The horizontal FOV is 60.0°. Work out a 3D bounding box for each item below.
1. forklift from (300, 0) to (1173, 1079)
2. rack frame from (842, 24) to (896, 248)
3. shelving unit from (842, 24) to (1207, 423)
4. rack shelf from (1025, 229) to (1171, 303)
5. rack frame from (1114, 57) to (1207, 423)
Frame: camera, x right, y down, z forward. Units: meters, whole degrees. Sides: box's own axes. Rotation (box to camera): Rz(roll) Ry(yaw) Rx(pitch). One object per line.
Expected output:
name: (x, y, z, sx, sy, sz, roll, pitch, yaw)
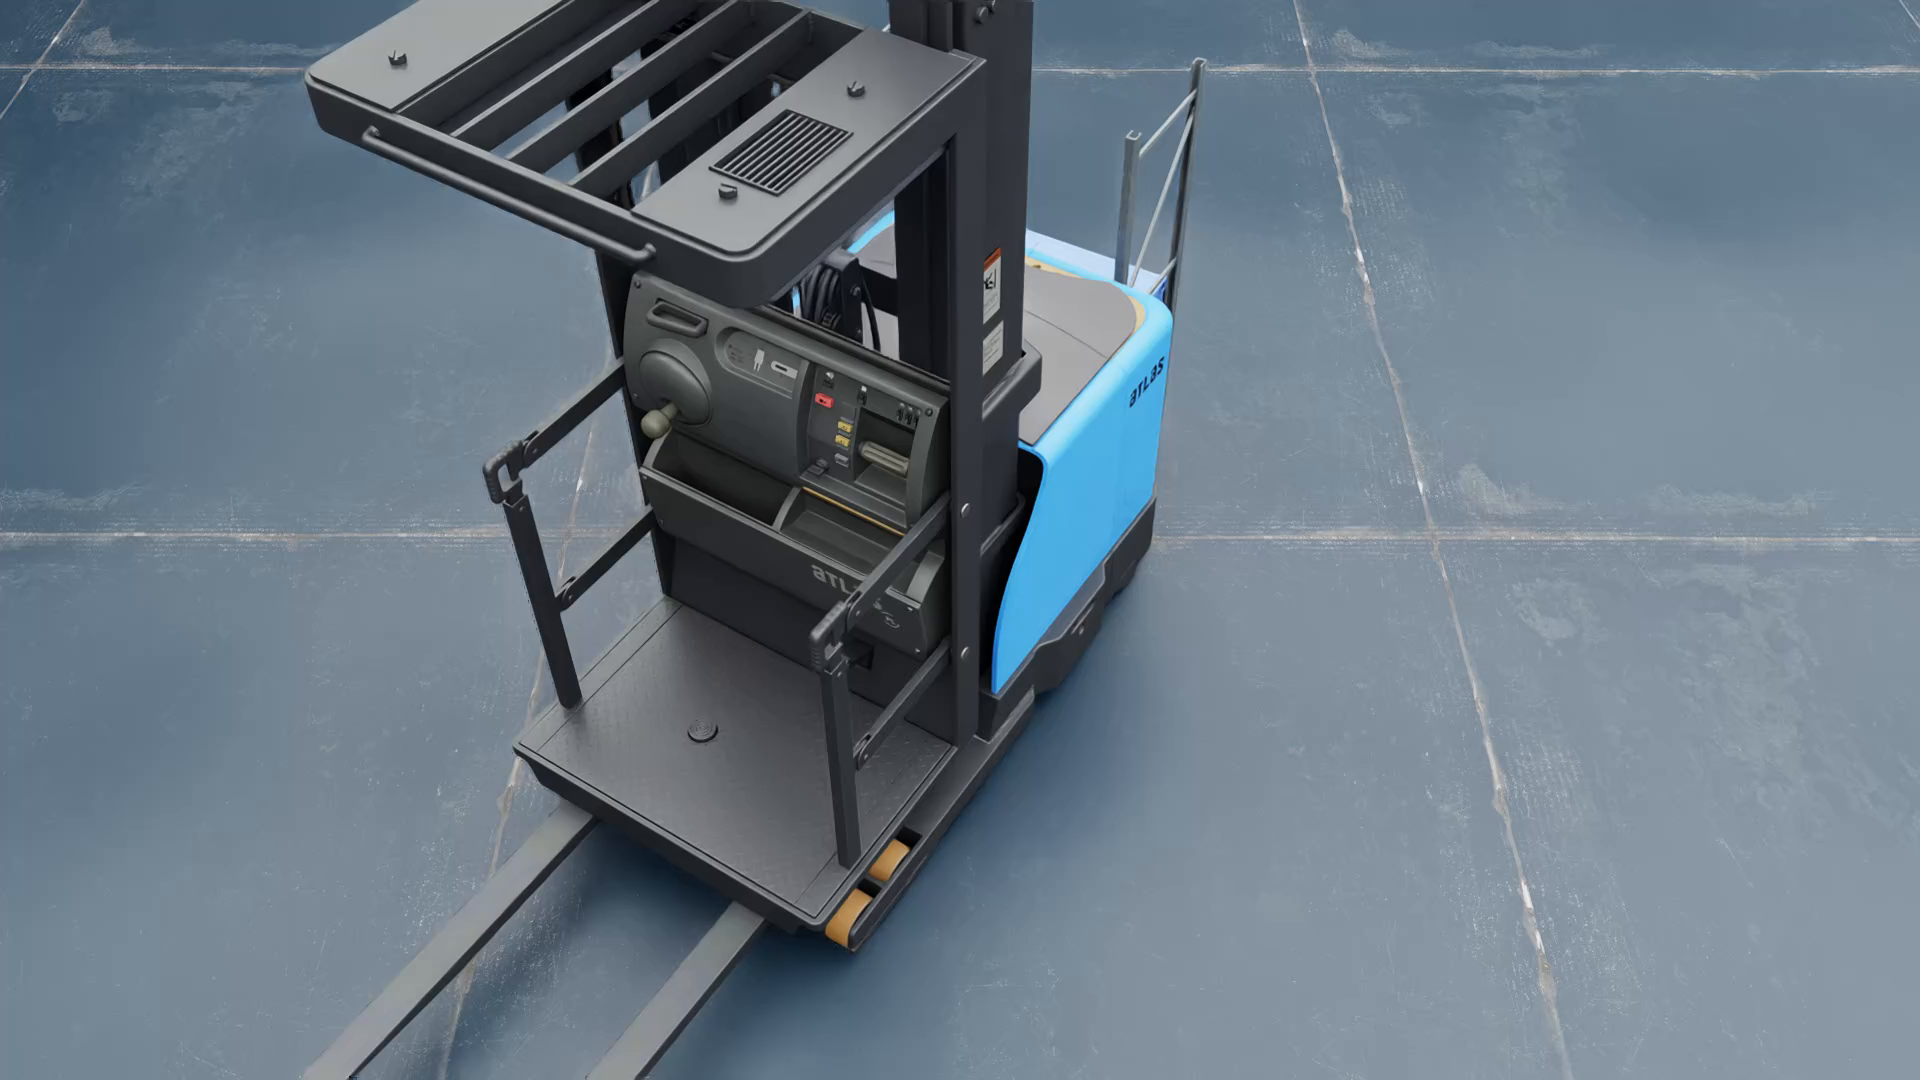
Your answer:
forklift: (-0.569, -0.254, 3.984, 1.130, 2.935, 3.031, 25, 52, 22)
rack frame: (-0.267, -1.170, 5.814, 0.032, 1.500, 0.500, 23, 51, 20)
shelving unit: (0.173, -0.984, 5.641, 1.048, 1.500, 0.538, 23, 51, 20)
rack shelf: (0.173, -0.861, 5.772, 1.000, 0.185, 0.538, 23, 51, 20)
rack frame: (0.613, -0.798, 5.468, 0.032, 1.500, 0.500, 23, 51, 20)
